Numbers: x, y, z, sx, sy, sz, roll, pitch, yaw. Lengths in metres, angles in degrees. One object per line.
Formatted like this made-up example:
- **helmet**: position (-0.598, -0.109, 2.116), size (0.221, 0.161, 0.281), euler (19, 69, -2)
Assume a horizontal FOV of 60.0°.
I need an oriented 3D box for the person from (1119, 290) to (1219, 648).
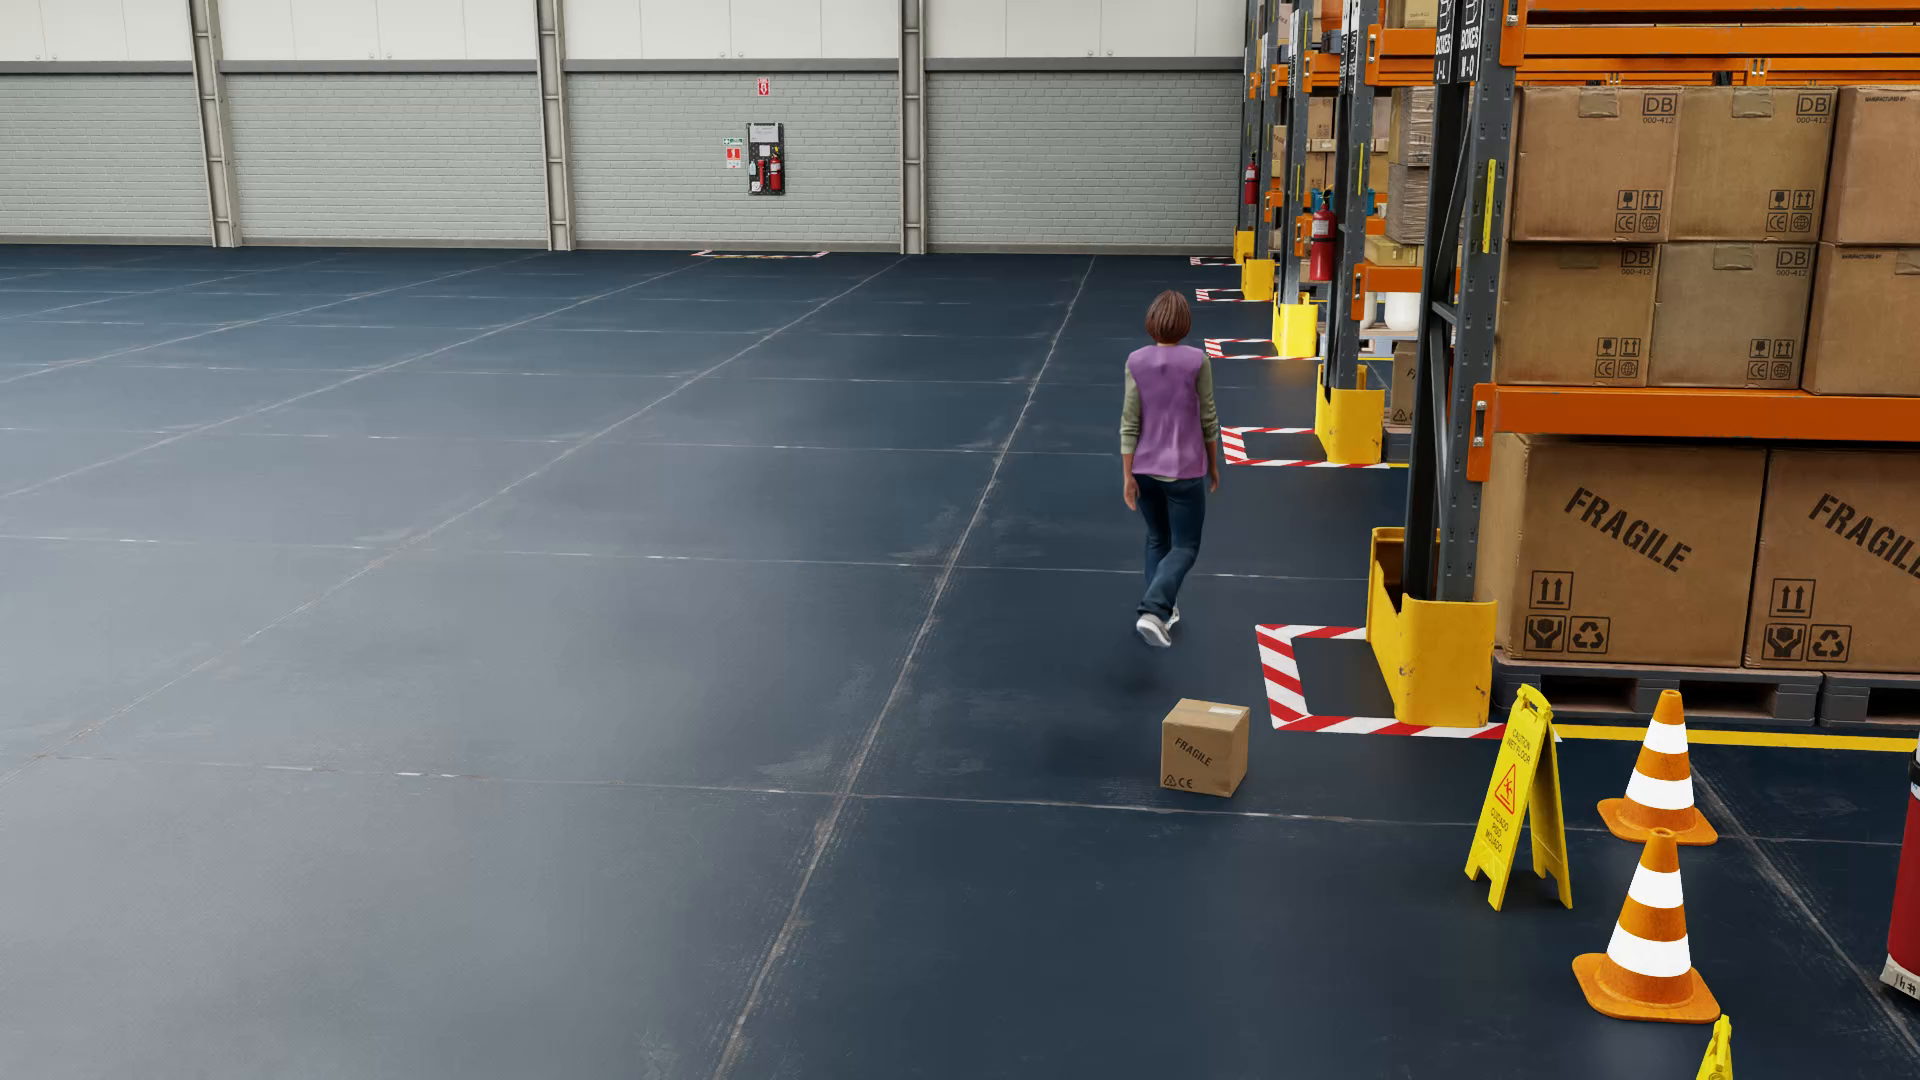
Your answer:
- **person**: position (0.883, -0.290, 7.118), size (0.394, 1.549, 0.851), euler (6, 16, 23)
